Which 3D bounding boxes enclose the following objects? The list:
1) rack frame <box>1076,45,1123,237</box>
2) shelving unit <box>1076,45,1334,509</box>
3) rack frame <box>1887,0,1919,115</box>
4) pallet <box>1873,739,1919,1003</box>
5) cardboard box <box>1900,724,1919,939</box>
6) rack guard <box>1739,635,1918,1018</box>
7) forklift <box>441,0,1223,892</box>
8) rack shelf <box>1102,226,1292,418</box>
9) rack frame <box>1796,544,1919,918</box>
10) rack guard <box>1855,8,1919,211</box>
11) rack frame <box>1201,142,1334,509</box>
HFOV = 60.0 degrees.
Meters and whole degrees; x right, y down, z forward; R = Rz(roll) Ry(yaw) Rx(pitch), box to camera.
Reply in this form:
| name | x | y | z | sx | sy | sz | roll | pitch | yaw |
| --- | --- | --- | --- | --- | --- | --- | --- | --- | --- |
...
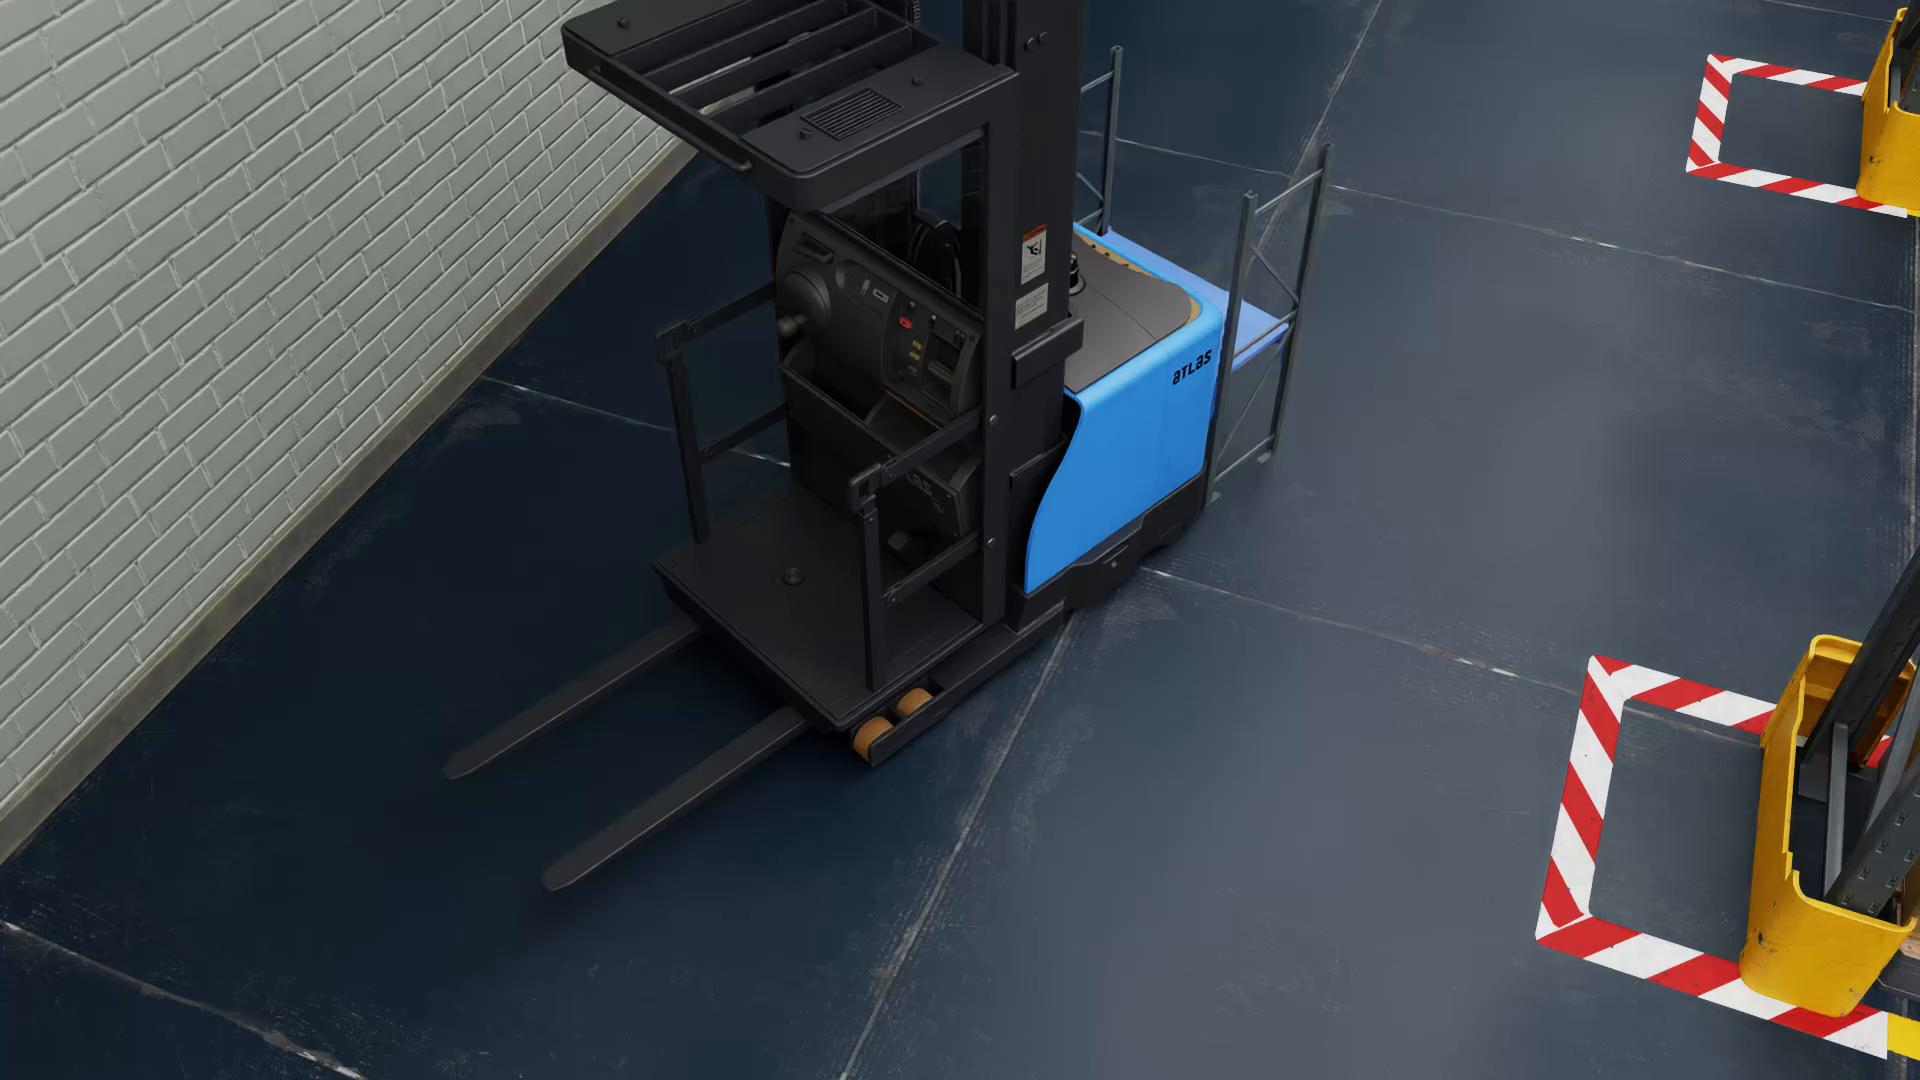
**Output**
| name | x | y | z | sx | sy | sz | roll | pitch | yaw |
| --- | --- | --- | --- | --- | --- | --- | --- | --- | --- |
| rack frame | 0.455 | -1.297 | 6.988 | 0.032 | 1.500 | 0.500 | 35 | 54 | 30 |
| shelving unit | 0.817 | -1.045 | 6.735 | 1.048 | 1.500 | 0.538 | 35 | 54 | 30 |
| rack frame | 4.894 | -3.165 | 7.805 | 0.127 | 3.000 | 1.000 | 16 | 47 | 16 |
| pallet | 3.659 | 1.191 | 5.404 | 1.213 | 0.211 | 1.003 | 16 | 47 | 16 |
| cardboard box | 3.512 | 0.762 | 5.066 | 0.875 | 0.875 | 0.875 | 16 | 47 | 16 |
| rack guard | 2.869 | 0.916 | 5.475 | 0.348 | 0.500 | 1.175 | 16 | 47 | 16 |
| forklift | -0.435 | -0.661 | 5.337 | 3.031 | 2.935 | 1.130 | -34 | 54 | -29 |
| rack shelf | 0.816 | -0.917 | 6.861 | 1.000 | 0.185 | 0.538 | 35 | 54 | 30 |
| rack frame | 2.891 | 0.036 | 4.587 | 0.127 | 3.000 | 1.000 | 16 | 47 | 16 |
| rack guard | 4.964 | -2.258 | 8.665 | 0.348 | 0.500 | 1.175 | 16 | 47 | 16 |
| rack frame | 1.178 | -0.794 | 6.482 | 0.032 | 1.500 | 0.500 | 35 | 54 | 30 |
